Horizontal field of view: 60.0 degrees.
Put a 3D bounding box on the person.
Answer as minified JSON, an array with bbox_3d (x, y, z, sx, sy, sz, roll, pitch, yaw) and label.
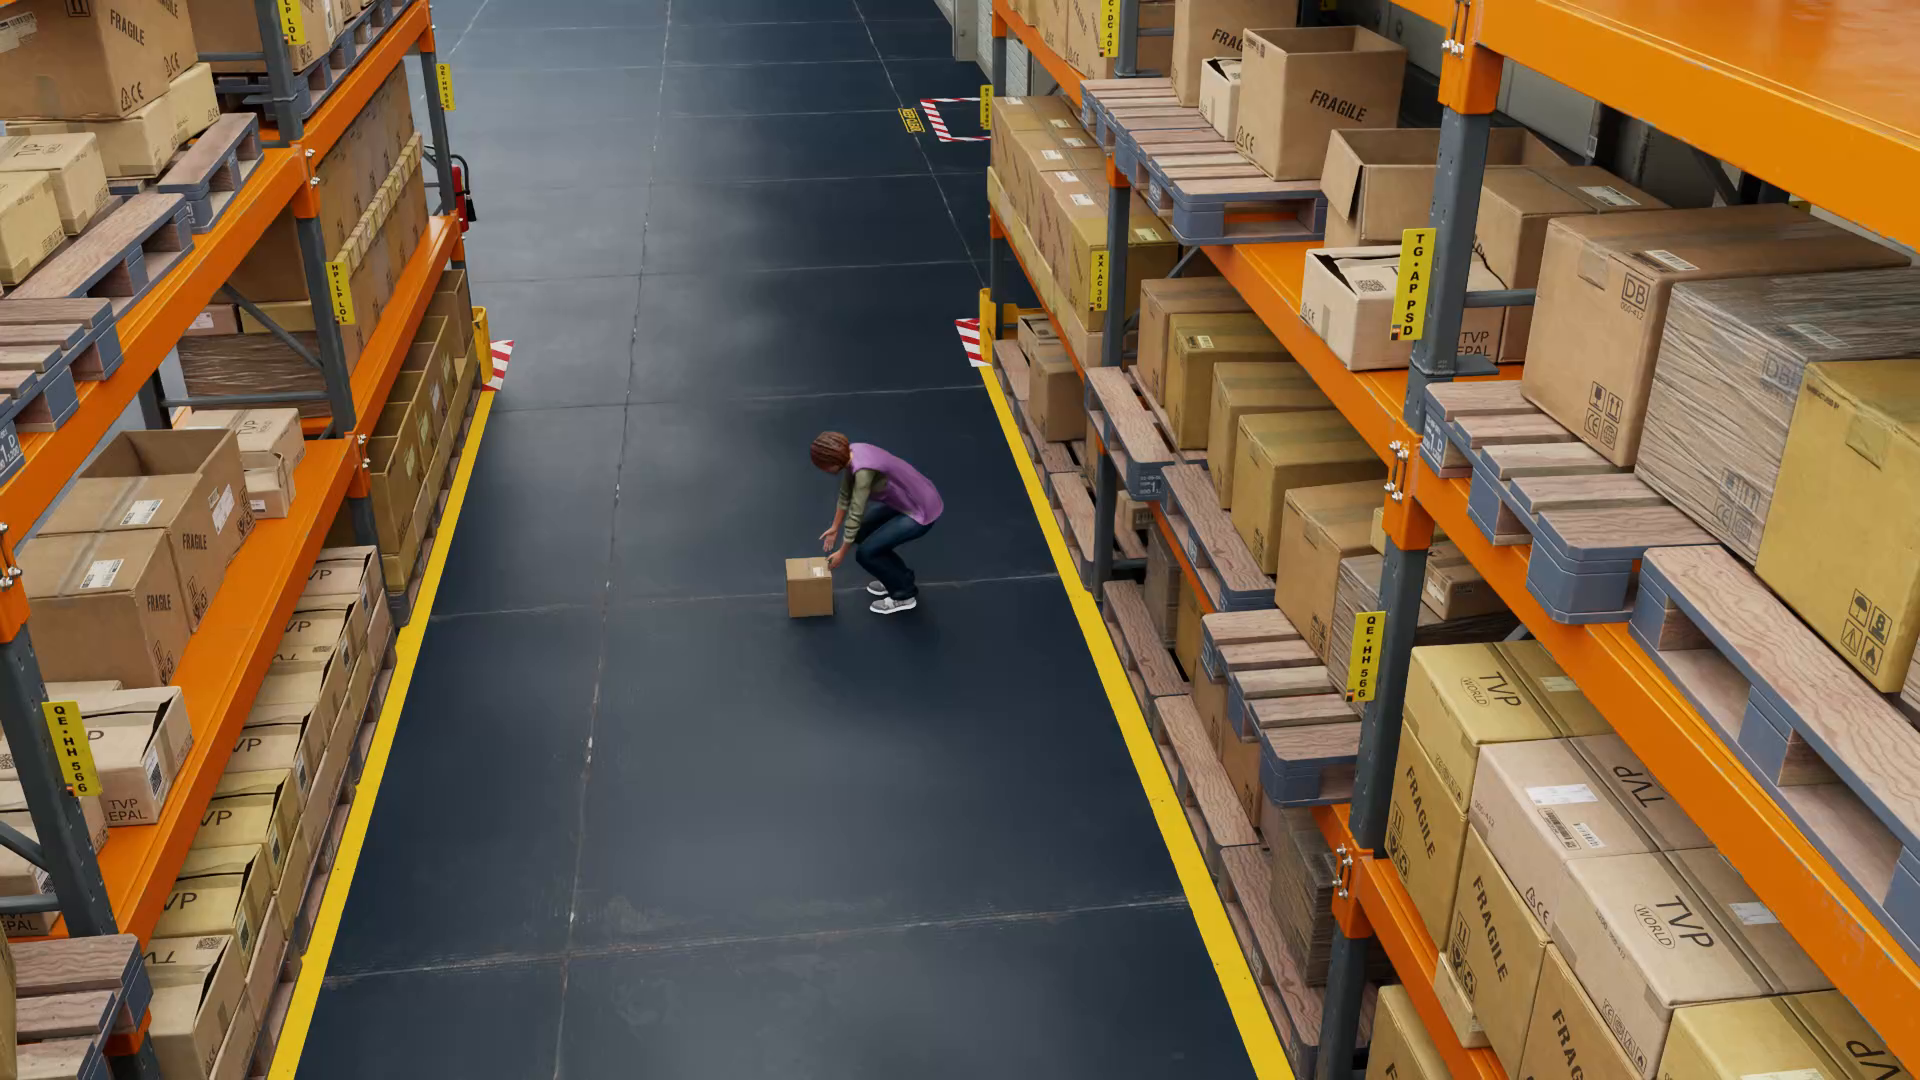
[{"bbox_3d":[-0.459,-0.118,9.395,0.745,1.102,0.462,-4,28,-7],"label":"person"}]
